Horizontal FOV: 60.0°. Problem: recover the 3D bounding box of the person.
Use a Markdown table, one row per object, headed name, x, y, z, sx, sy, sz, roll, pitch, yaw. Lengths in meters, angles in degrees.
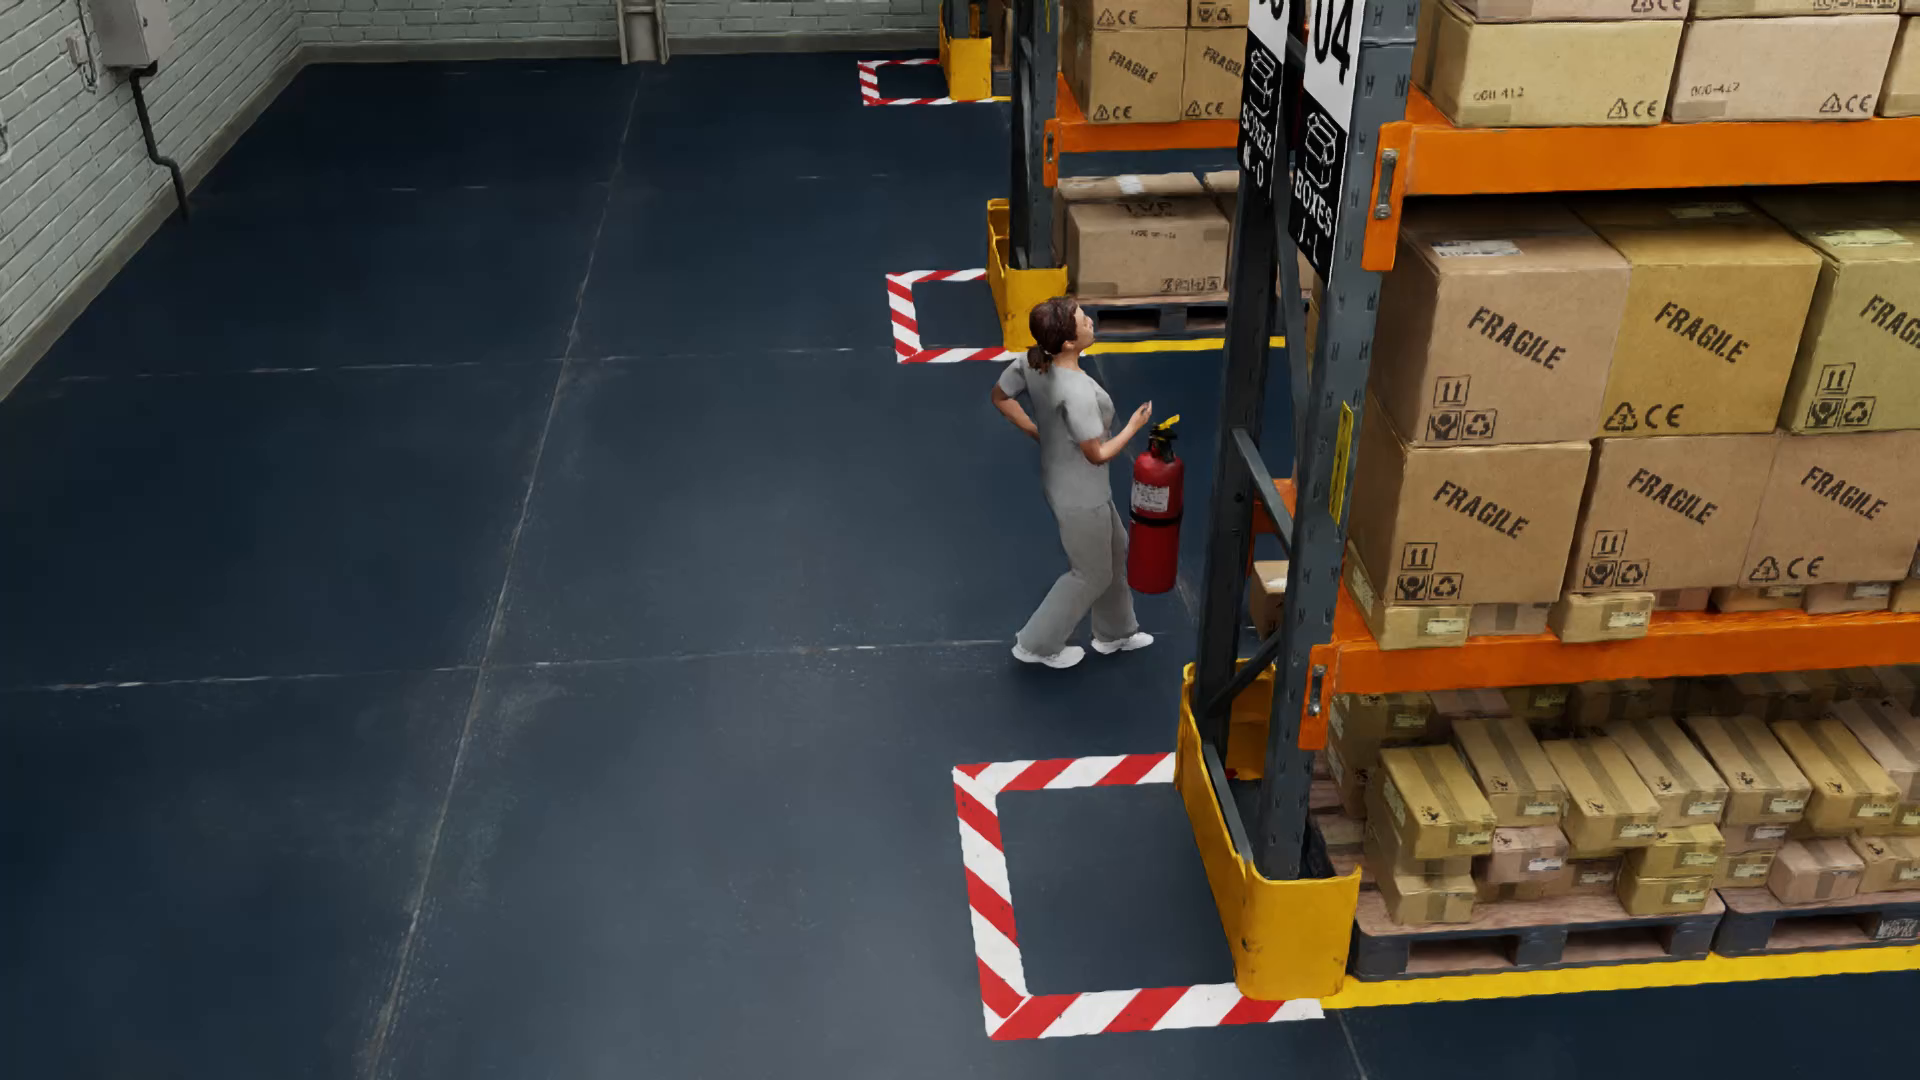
| name | x | y | z | sx | sy | sz | roll | pitch | yaw |
| --- | --- | --- | --- | --- | --- | --- | --- | --- | --- |
| person | 0.505 | -0.180 | 6.488 | 0.701 | 1.679 | 0.543 | -6 | 32 | -9 |
